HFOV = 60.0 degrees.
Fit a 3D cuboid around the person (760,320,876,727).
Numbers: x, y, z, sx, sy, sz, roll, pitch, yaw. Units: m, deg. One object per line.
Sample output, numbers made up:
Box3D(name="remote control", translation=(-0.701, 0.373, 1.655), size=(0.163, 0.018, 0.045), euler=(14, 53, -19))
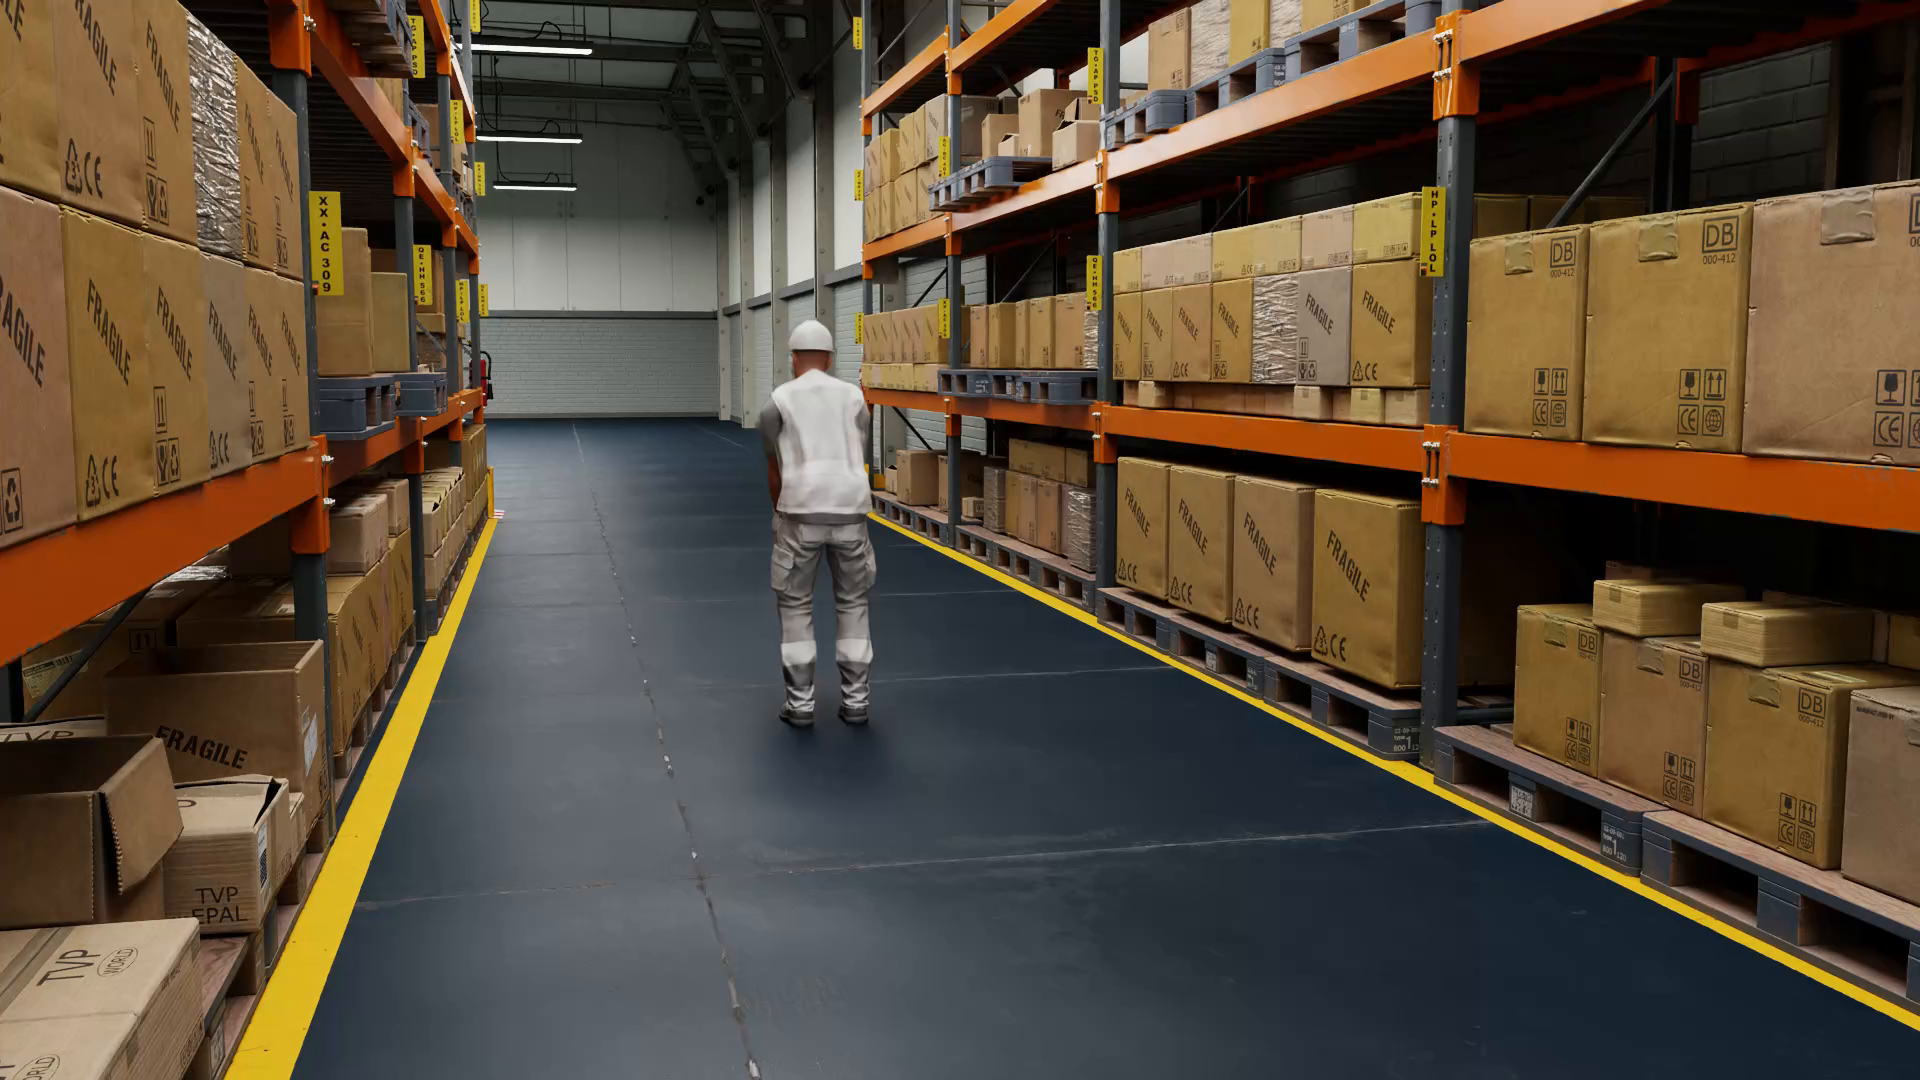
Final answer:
Box3D(name="person", translation=(-0.628, -0.086, 7.289), size=(0.489, 1.745, 0.592), euler=(-2, 6, -15))
